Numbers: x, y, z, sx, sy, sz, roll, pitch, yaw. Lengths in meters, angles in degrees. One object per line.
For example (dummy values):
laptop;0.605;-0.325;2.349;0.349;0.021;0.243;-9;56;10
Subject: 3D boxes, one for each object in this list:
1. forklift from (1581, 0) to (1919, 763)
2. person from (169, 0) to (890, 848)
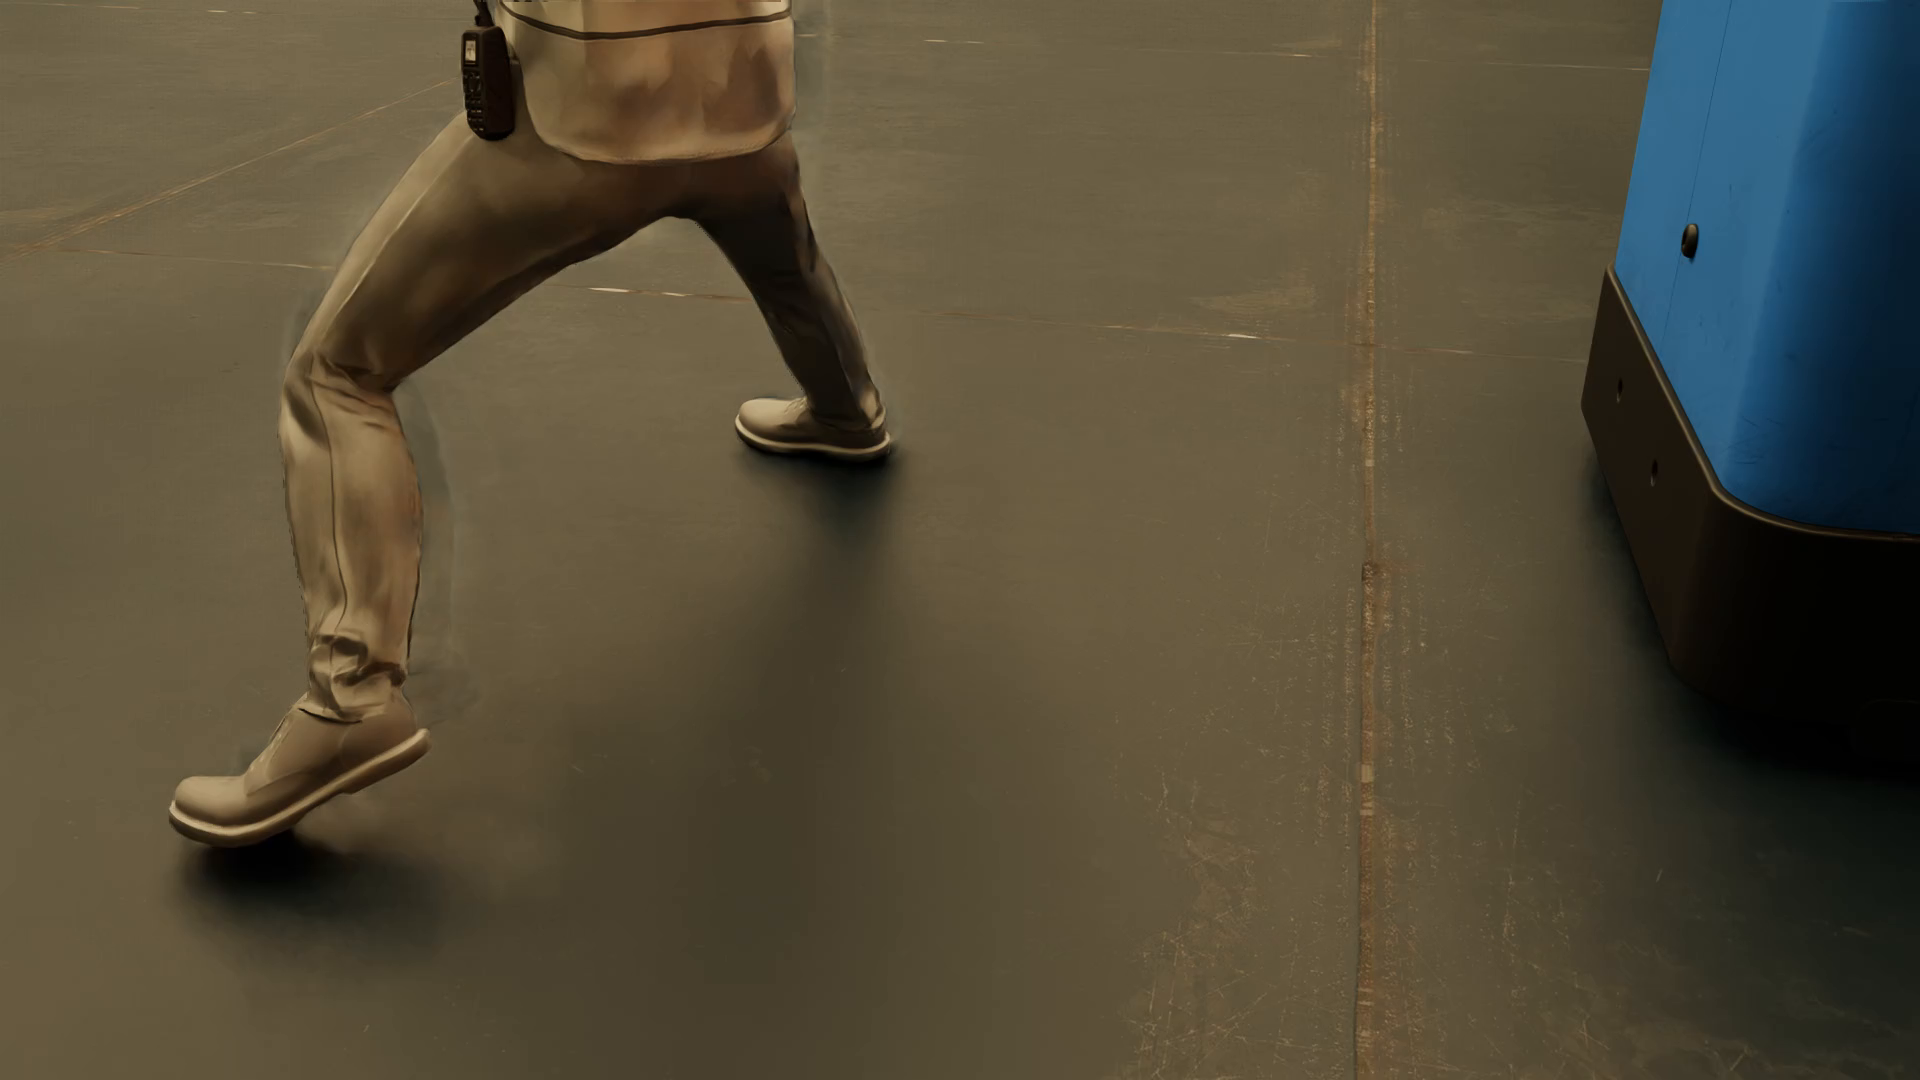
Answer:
forklift;2.439;-1.144;1.514;3.031;2.935;1.130;5;27;10
person;-0.512;-0.575;1.999;1.245;1.473;0.790;-19;32;-33
